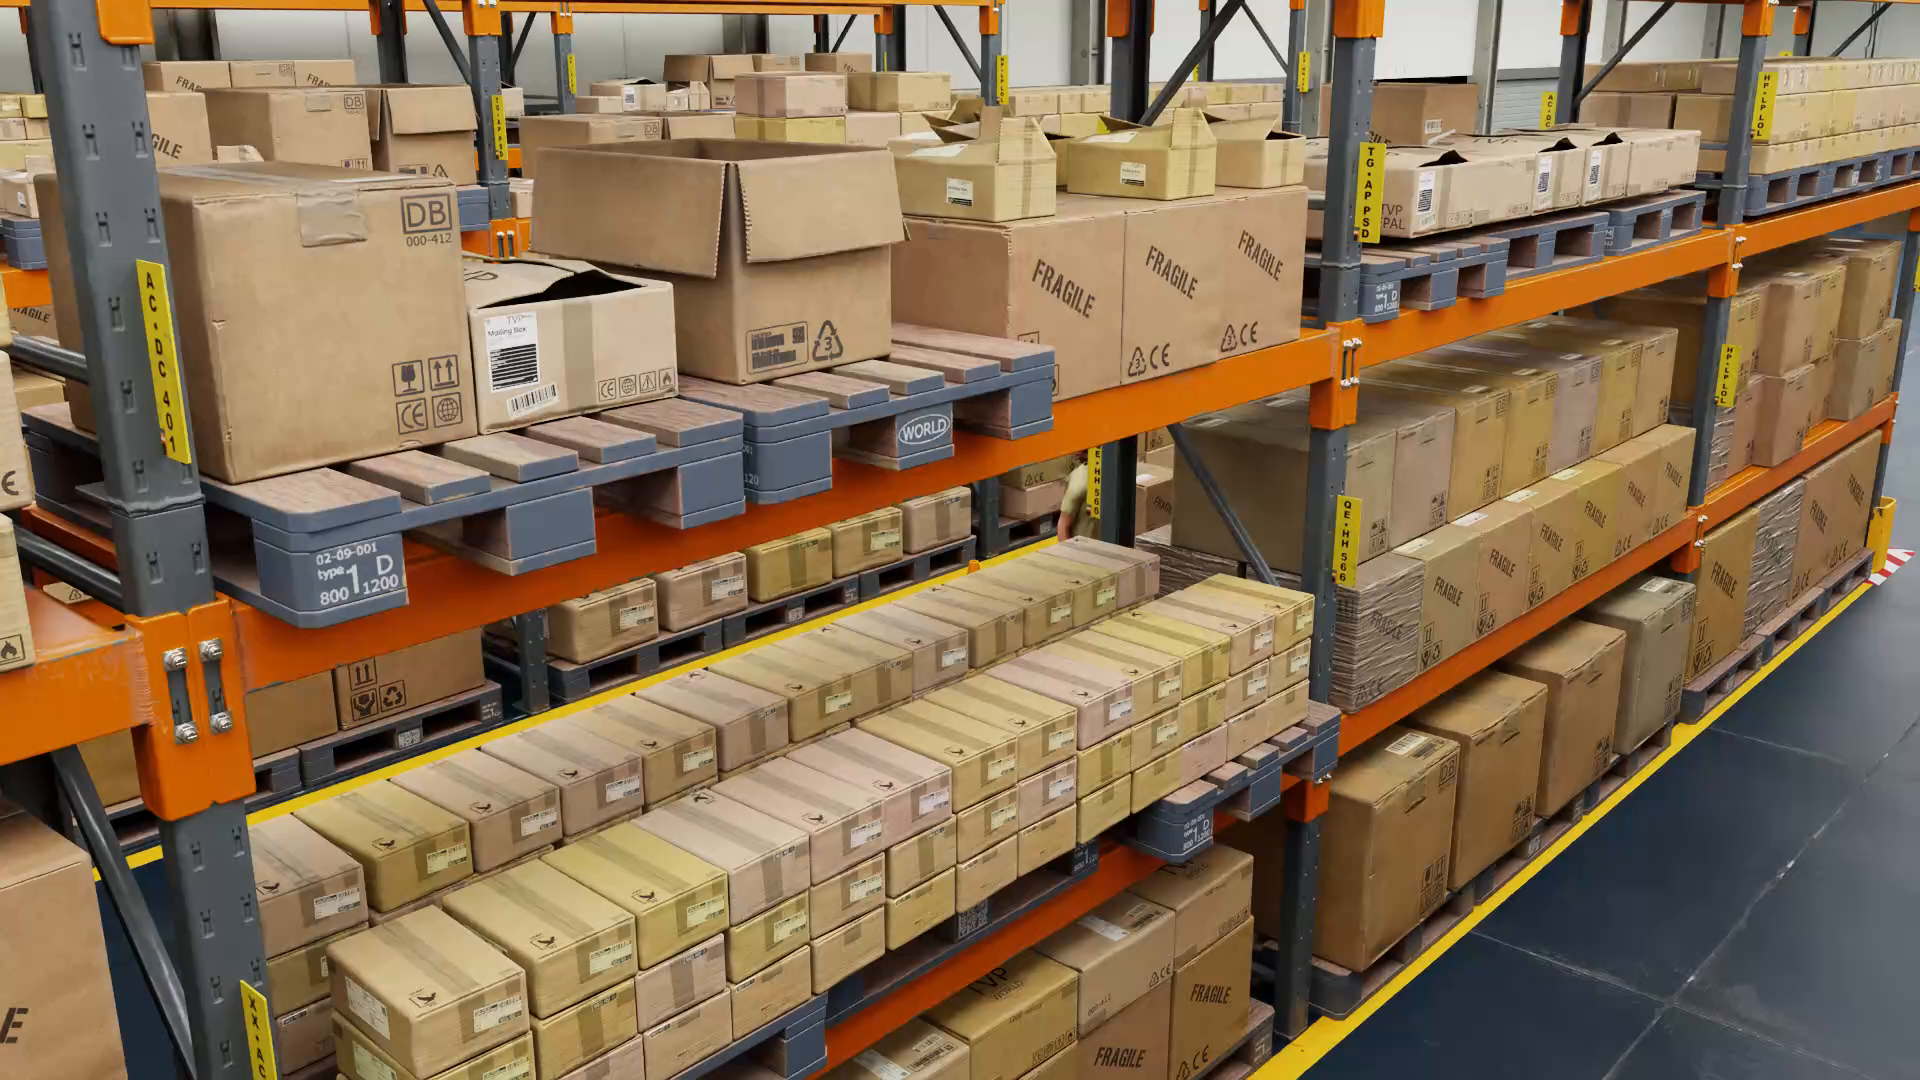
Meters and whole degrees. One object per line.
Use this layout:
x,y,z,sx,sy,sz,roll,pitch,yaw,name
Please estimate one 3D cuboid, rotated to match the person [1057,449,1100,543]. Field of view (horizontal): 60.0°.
0.765,0.136,9.603,0.354,1.672,0.506,14,22,39,person
